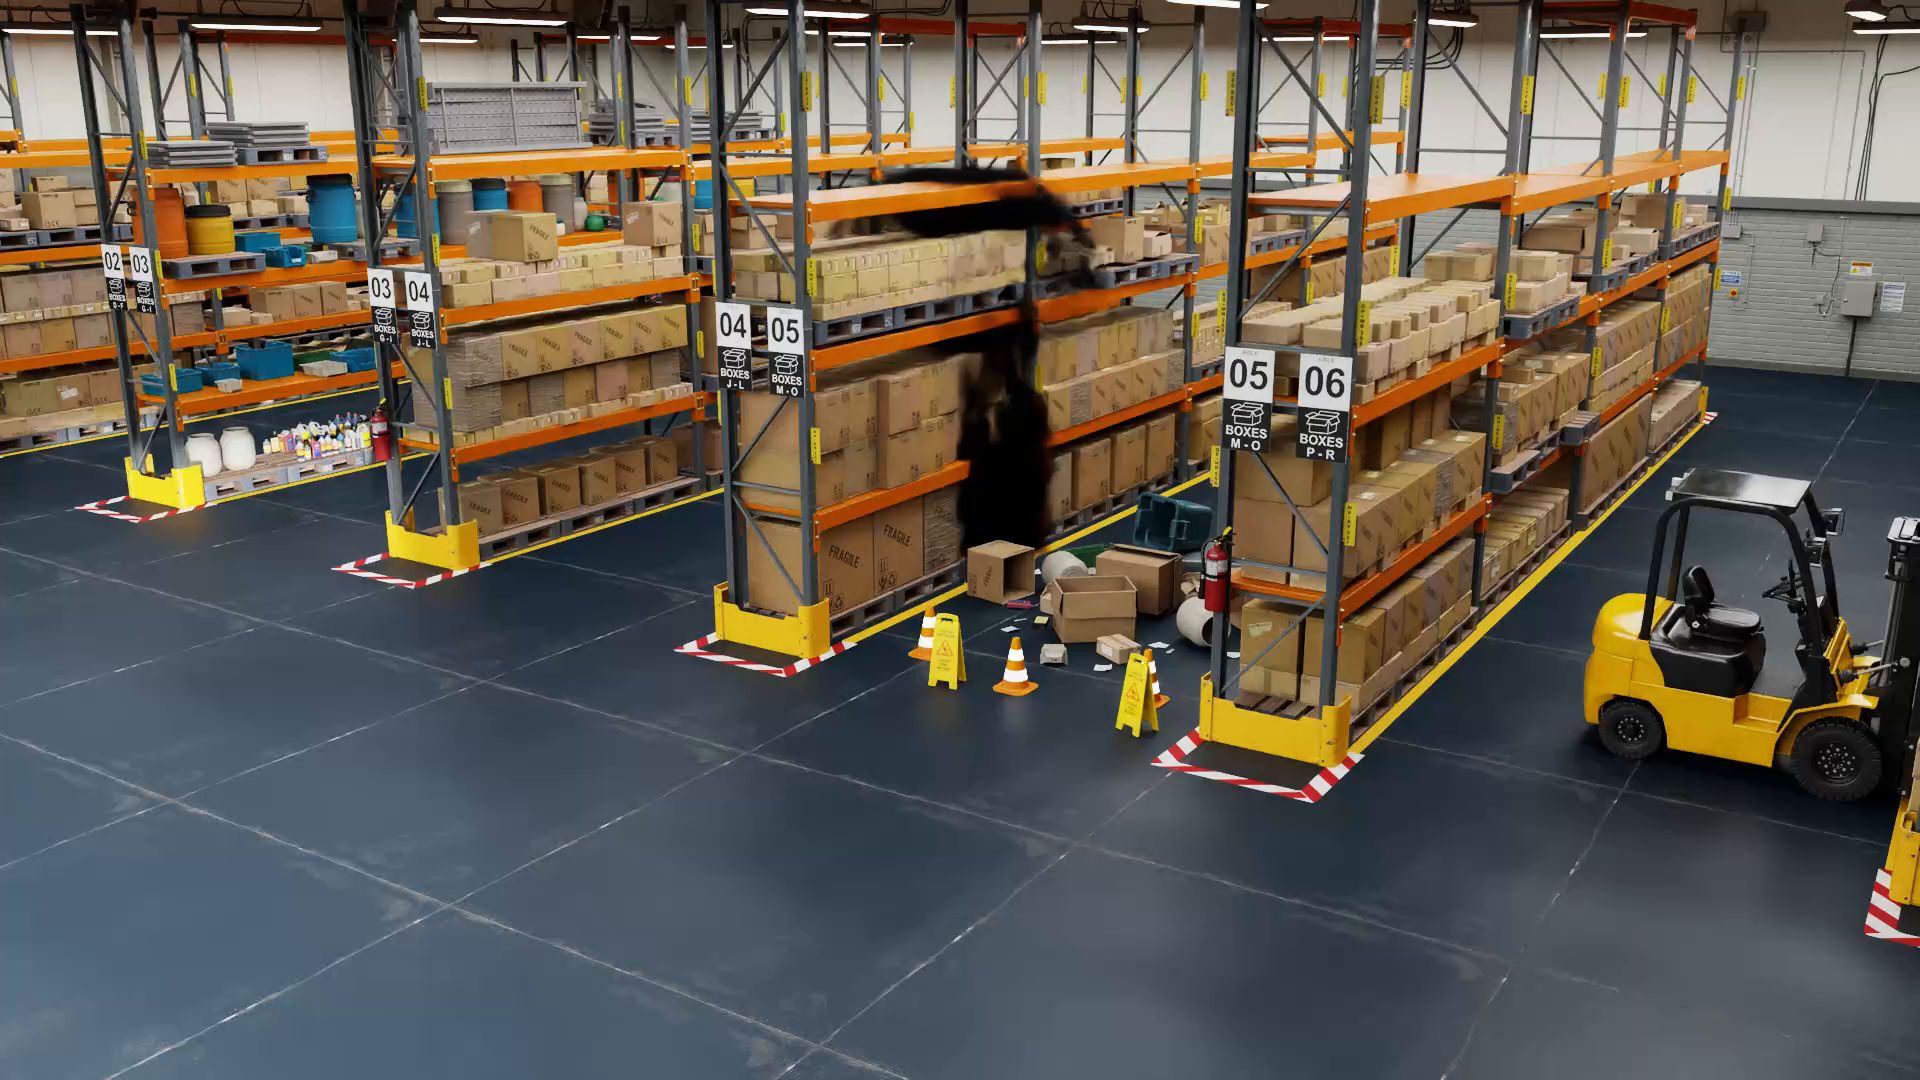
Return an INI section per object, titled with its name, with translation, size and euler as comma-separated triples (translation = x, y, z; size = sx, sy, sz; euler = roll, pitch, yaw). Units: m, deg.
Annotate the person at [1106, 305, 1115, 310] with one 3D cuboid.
[person]
translation = 2.562, -3.147, 27.682
size = 0.515, 1.533, 0.640
euler = 11, 19, 35
